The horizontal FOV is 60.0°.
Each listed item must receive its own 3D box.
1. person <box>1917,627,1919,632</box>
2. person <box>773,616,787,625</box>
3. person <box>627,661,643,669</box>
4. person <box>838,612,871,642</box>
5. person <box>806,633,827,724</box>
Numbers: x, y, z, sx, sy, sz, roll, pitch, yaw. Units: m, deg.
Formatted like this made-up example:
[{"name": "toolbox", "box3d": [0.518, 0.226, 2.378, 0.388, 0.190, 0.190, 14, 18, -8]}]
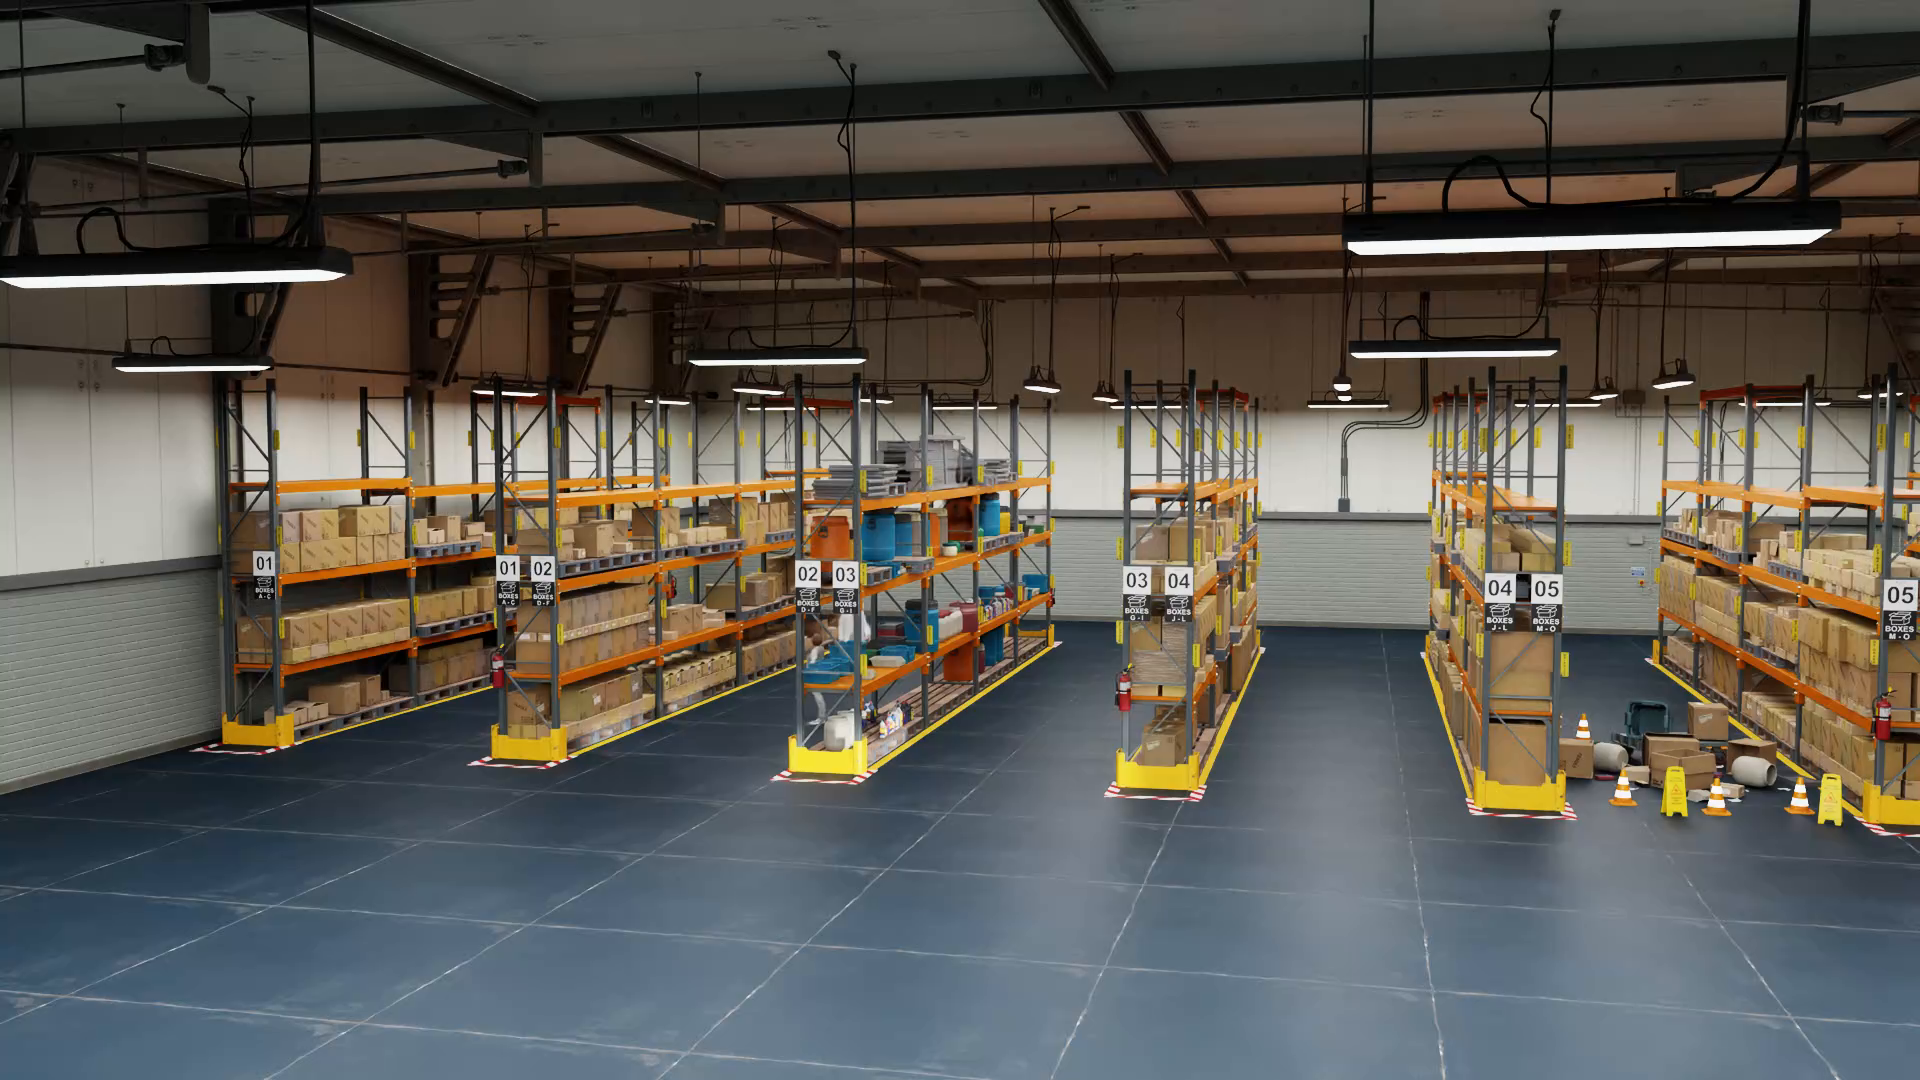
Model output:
[{"name": "person", "box3d": [17.152, 2.346, 29.558, 0.652, 1.799, 0.692, 0, 3, 2]}, {"name": "person", "box3d": [-4.635, 1.602, 42.274, 0.438, 1.729, 0.565, 1, 4, 22]}, {"name": "person", "box3d": [-6.751, 2.069, 34.269, 0.778, 1.767, 0.544, -2, 4, -24]}, {"name": "person", "box3d": [-2.172, 2.065, 34.146, 0.701, 1.701, 1.119, 1, 4, 12]}, {"name": "person", "box3d": [-2.523, 2.452, 29.284, 0.354, 1.623, 0.477, 1, 3, 11]}]
